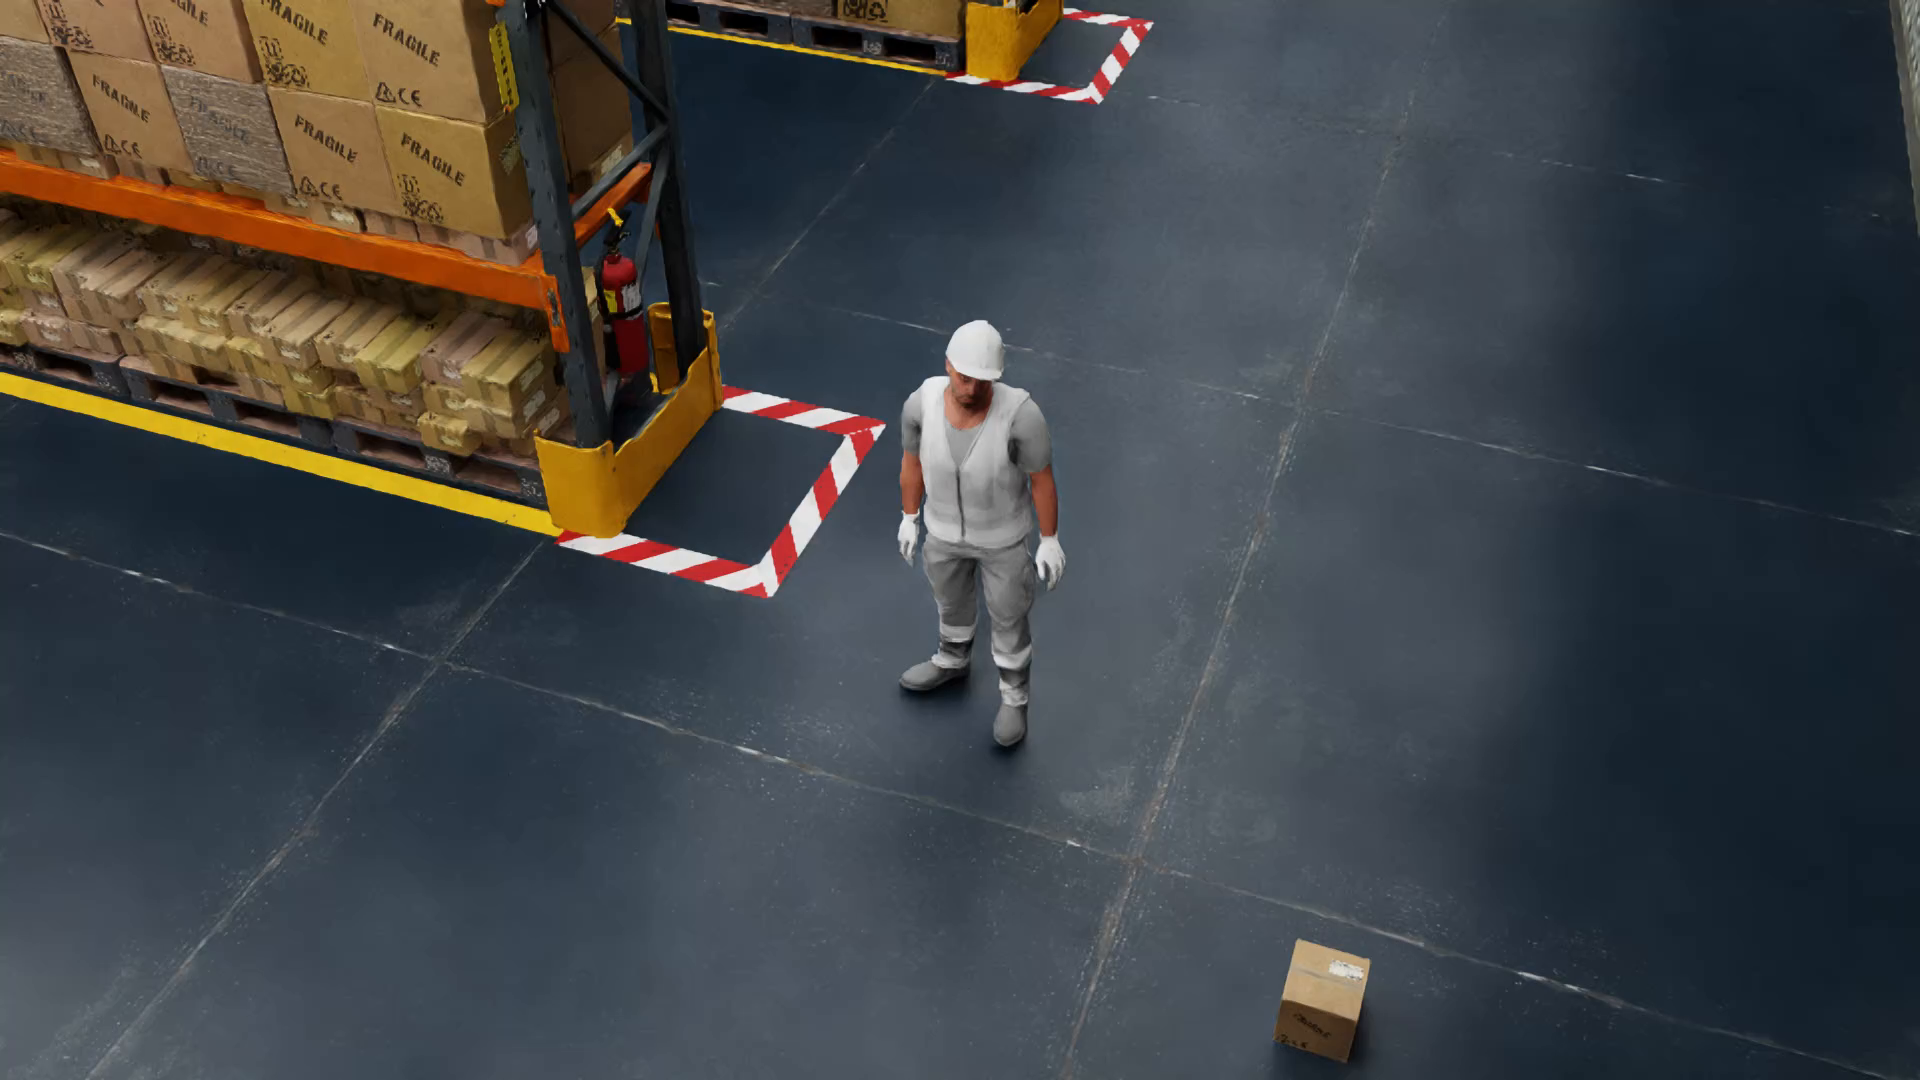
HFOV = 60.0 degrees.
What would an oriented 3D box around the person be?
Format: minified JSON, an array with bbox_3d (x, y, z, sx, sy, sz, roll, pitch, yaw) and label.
[{"bbox_3d":[0.071,-0.017,6.110,0.665,1.792,0.418,14,43,16],"label":"person"}]
